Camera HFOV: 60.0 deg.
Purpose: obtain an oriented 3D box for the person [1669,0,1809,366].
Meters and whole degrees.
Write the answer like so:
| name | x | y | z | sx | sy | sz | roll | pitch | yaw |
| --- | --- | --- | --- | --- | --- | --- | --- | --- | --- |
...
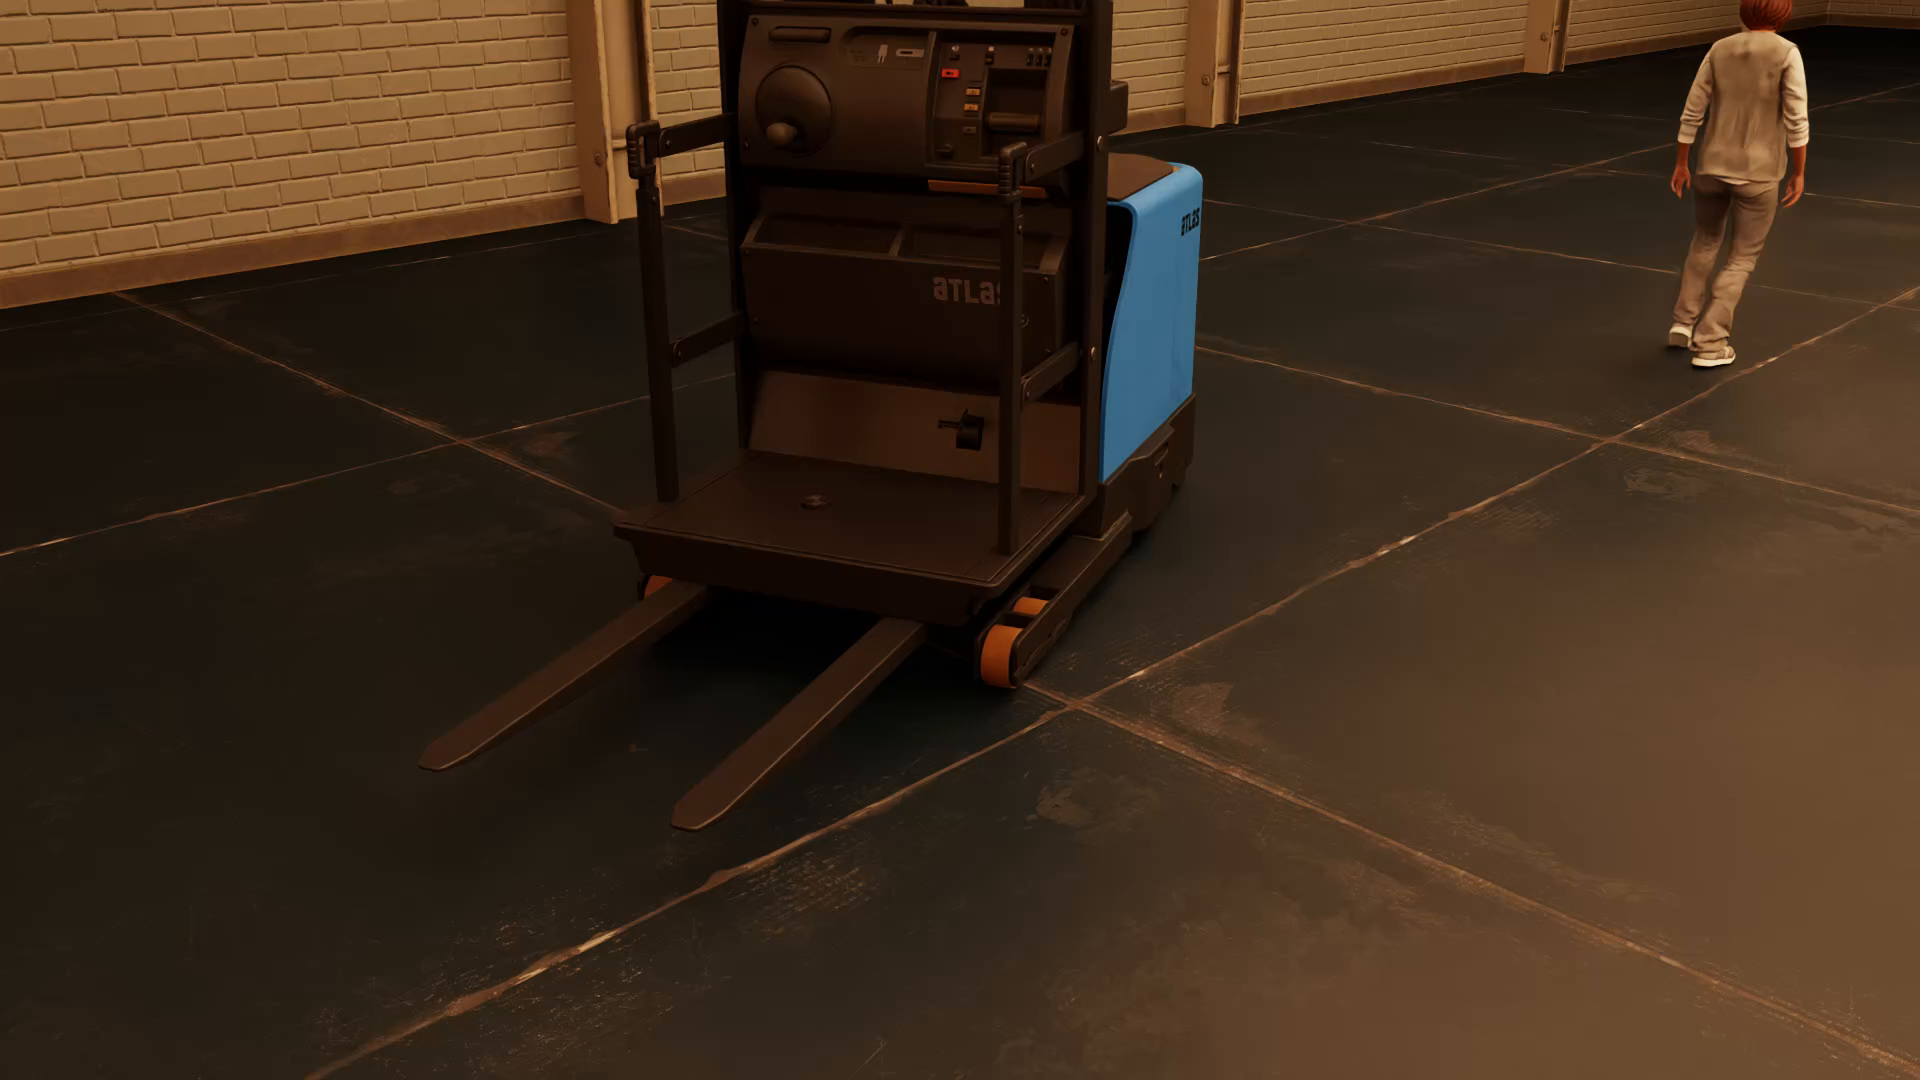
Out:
| name | x | y | z | sx | sy | sz | roll | pitch | yaw |
| --- | --- | --- | --- | --- | --- | --- | --- | --- | --- |
| person | 3.248 | -1.497 | 6.937 | 0.459 | 1.628 | 0.510 | -18 | 28 | -39 |

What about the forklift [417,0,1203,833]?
| name | x | y | z | sx | sy | sz | roll | pitch | yaw |
| --- | --- | --- | --- | --- | --- | --- | --- | --- | --- |
| forklift | -0.234 | -1.157 | 4.161 | 1.130 | 2.935 | 3.031 | 9 | 23 | 21 |
